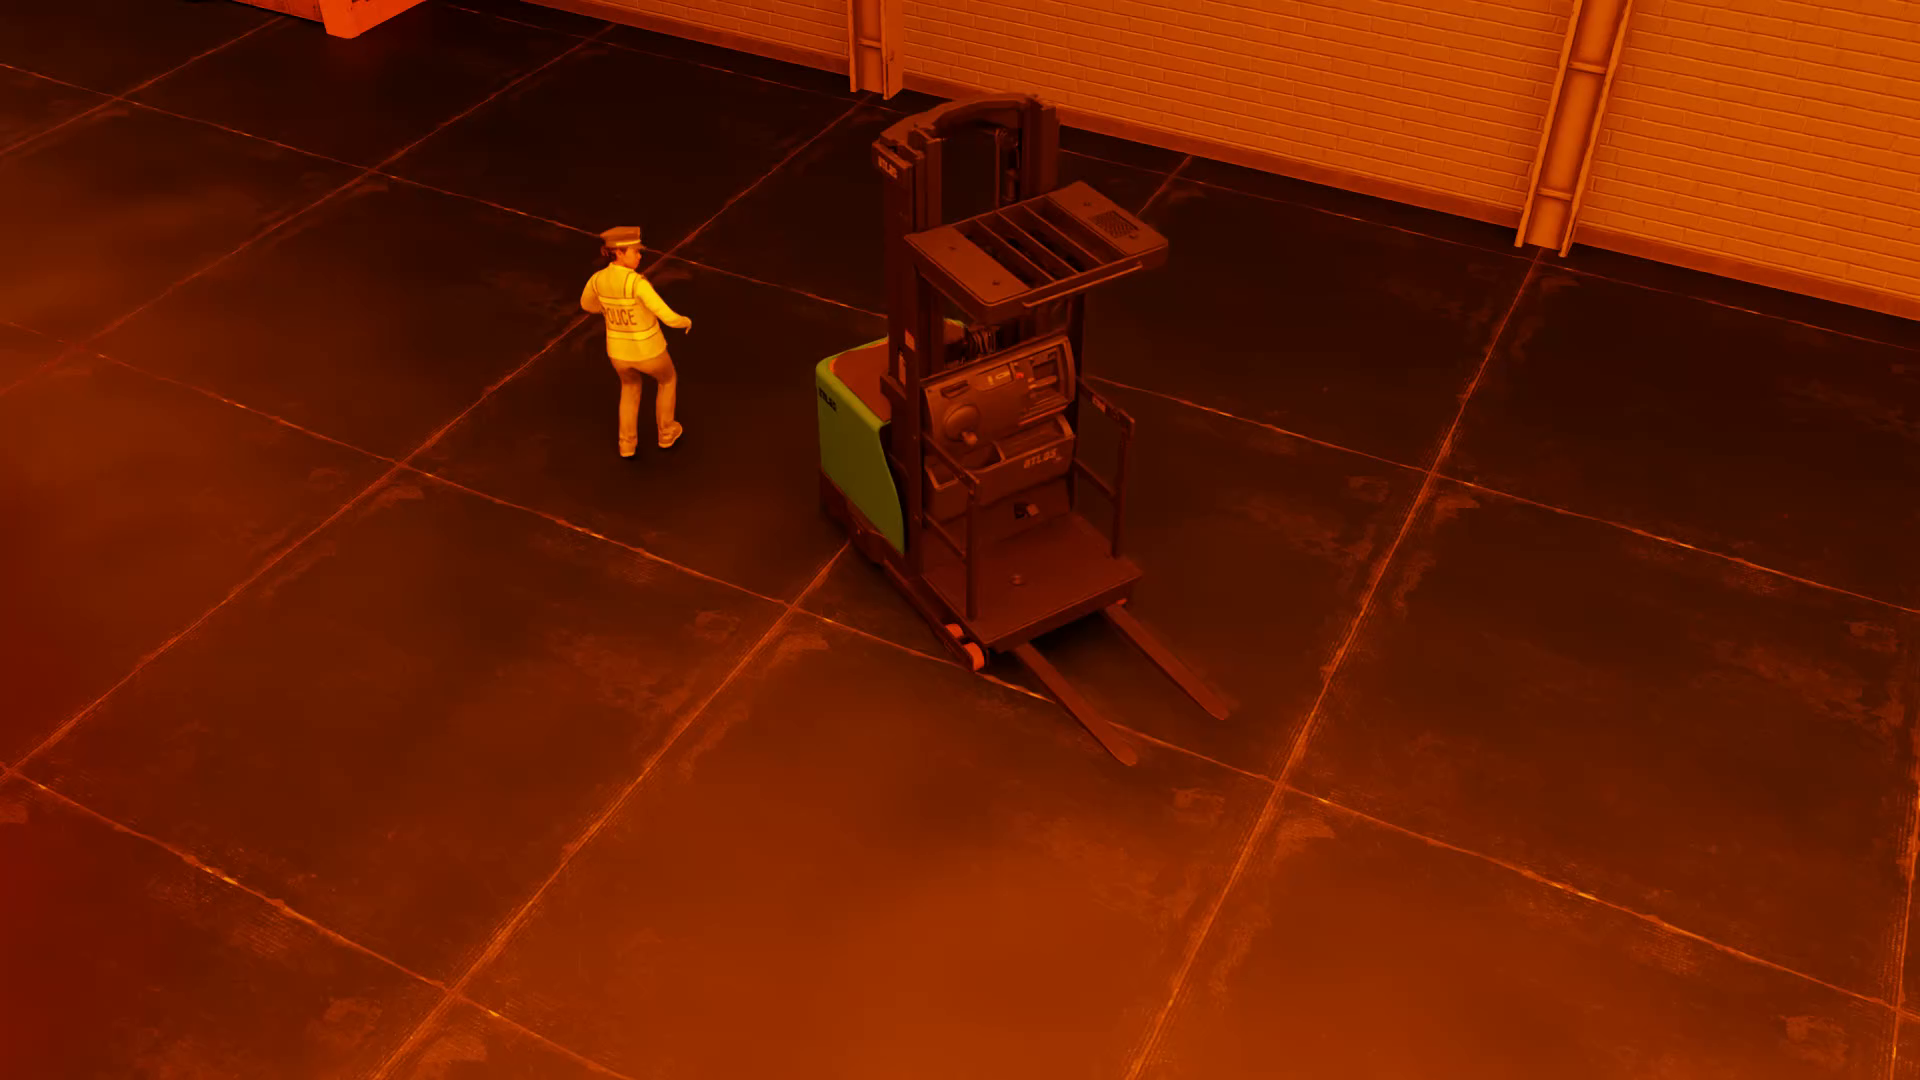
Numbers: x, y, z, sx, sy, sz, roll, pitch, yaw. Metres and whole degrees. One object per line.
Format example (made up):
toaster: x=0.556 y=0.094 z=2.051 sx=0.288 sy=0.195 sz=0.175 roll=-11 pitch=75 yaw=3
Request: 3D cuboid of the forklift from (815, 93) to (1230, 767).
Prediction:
forklift: x=0.339 y=-0.727 z=8.849 sx=1.130 sy=2.935 sz=3.031 roll=-22 pitch=45 yaw=-24

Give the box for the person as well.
person: x=-2.034 y=-1.256 z=10.528 sx=0.732 sy=1.632 sz=0.560 roll=11 pitch=41 yaw=13
